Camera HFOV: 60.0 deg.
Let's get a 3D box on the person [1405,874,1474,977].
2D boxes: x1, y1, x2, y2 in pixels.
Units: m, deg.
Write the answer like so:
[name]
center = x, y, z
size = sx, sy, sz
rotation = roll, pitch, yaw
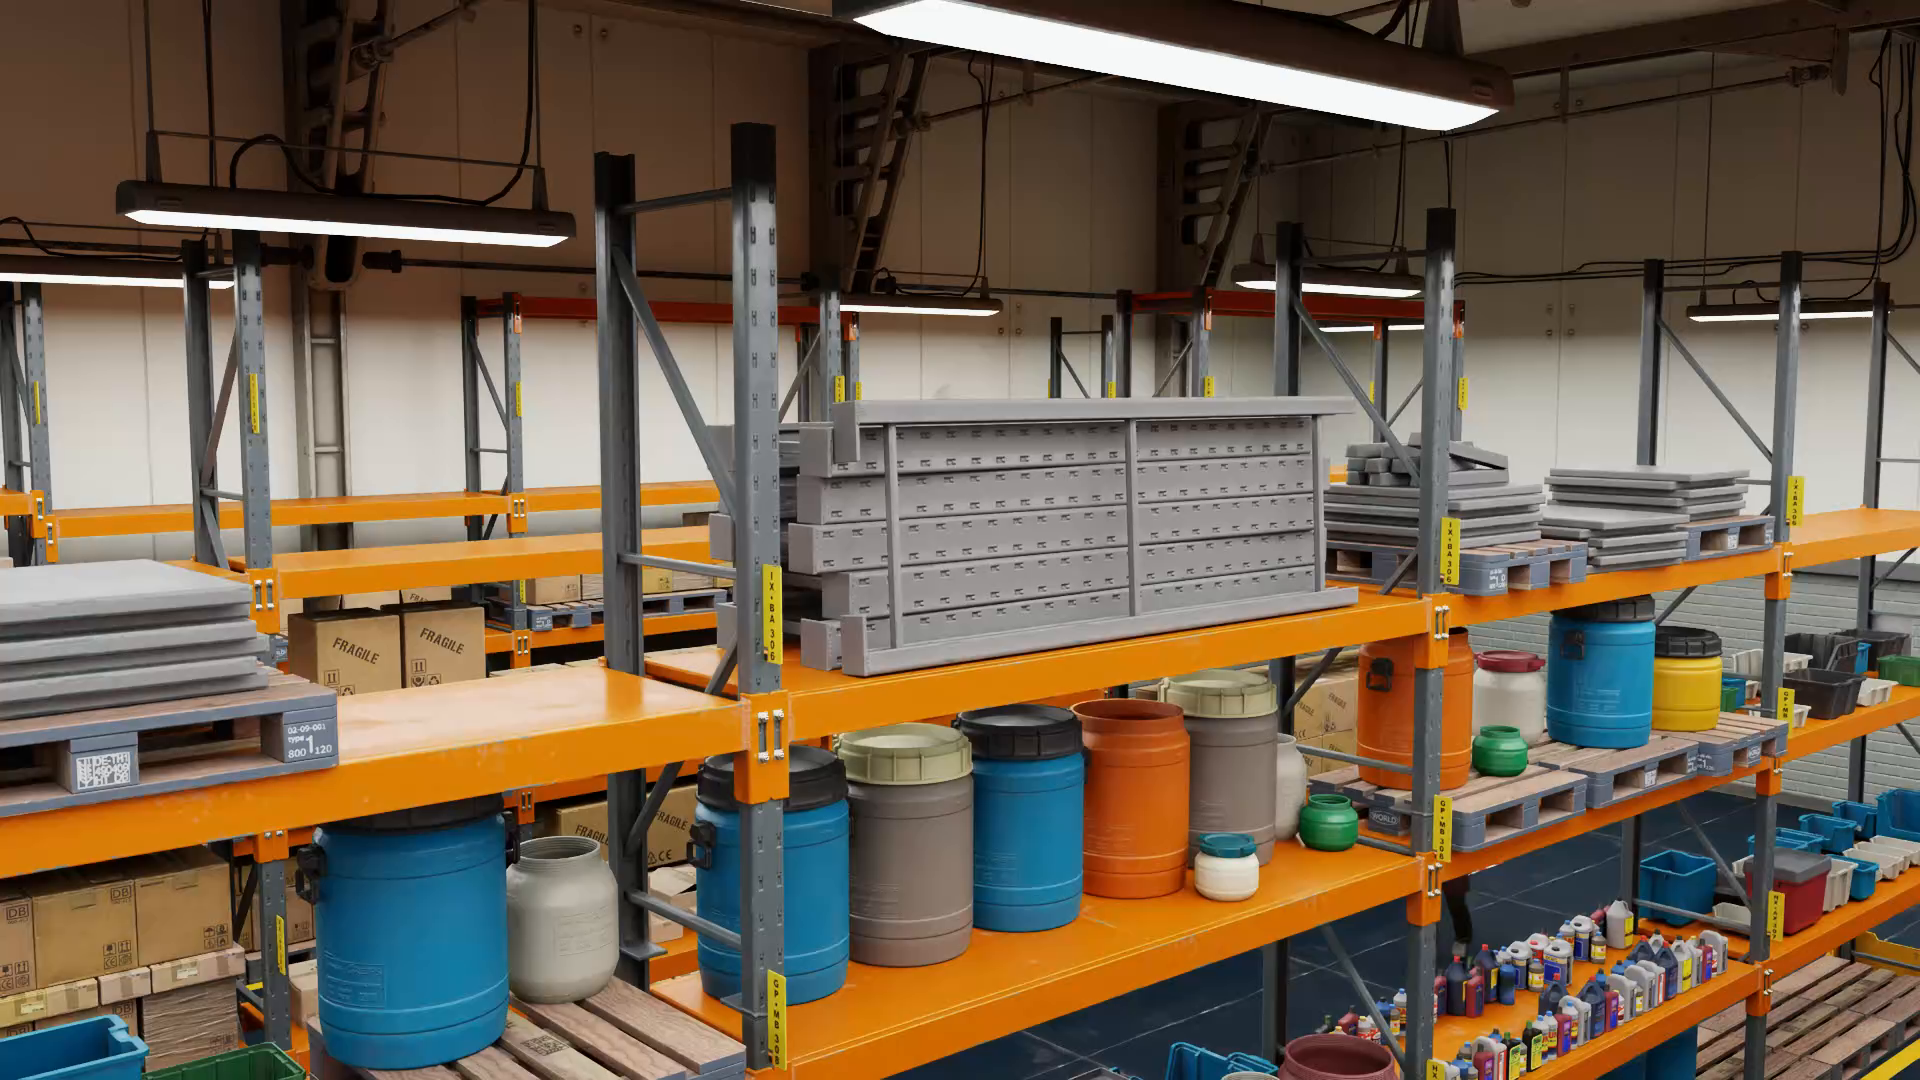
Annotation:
[person]
center = 4.267, 2.882, 14.673
size = 0.682, 1.833, 0.907
rotation = 5, 7, 40
